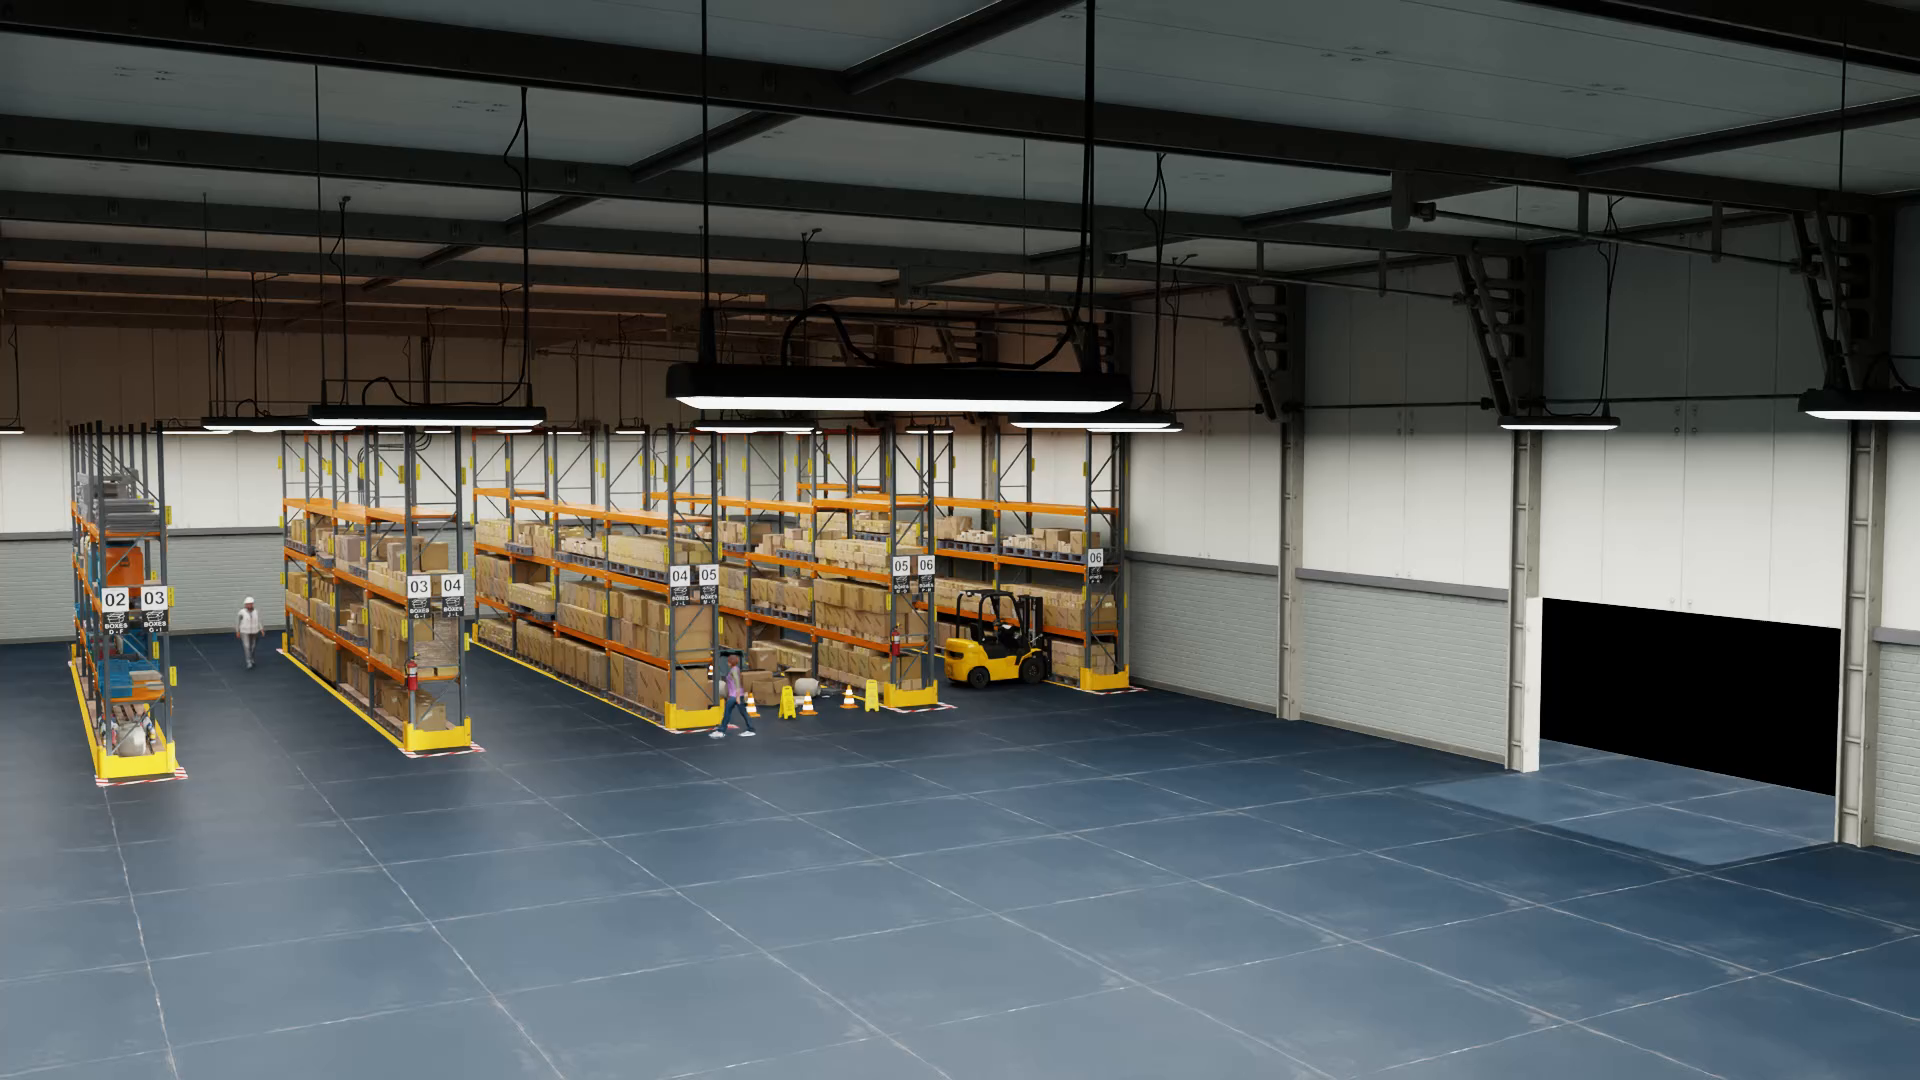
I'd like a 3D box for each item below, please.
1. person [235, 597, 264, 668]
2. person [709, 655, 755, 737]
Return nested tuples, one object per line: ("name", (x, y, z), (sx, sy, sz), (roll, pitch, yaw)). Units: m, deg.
("person", (-17.698, 2.290, 41.435), (0.626, 1.719, 1.068), (-2, 4, -32))
("person", (-4.319, 3.019, 31.663), (0.847, 1.445, 0.454), (0, 4, 6))
